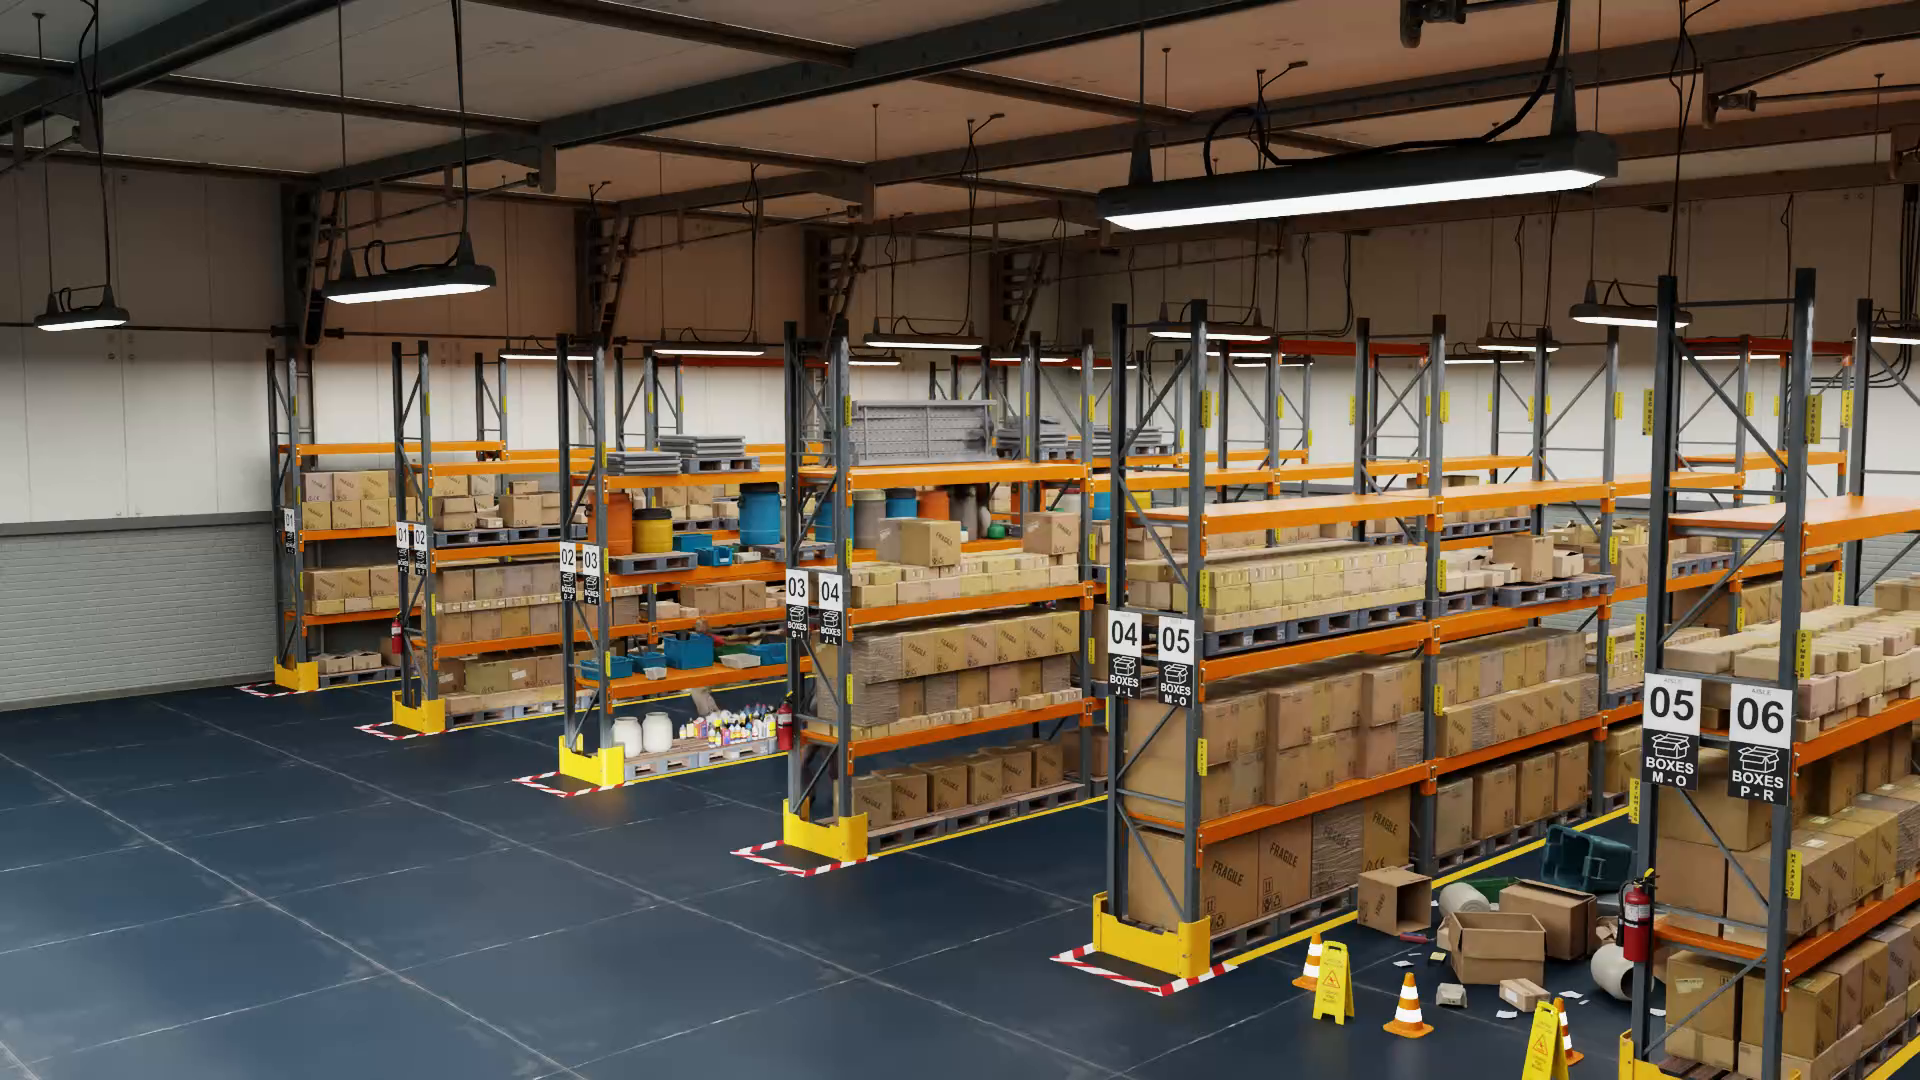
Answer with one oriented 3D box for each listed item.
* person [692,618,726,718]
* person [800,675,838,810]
[{"bbox_3d":[-3.992,2.099,25.745,0.638,1.786,0.767,5,7,45],"label":"person"},{"bbox_3d":[-1.736,2.518,20.751,0.624,1.780,0.752,4,6,39],"label":"person"}]
